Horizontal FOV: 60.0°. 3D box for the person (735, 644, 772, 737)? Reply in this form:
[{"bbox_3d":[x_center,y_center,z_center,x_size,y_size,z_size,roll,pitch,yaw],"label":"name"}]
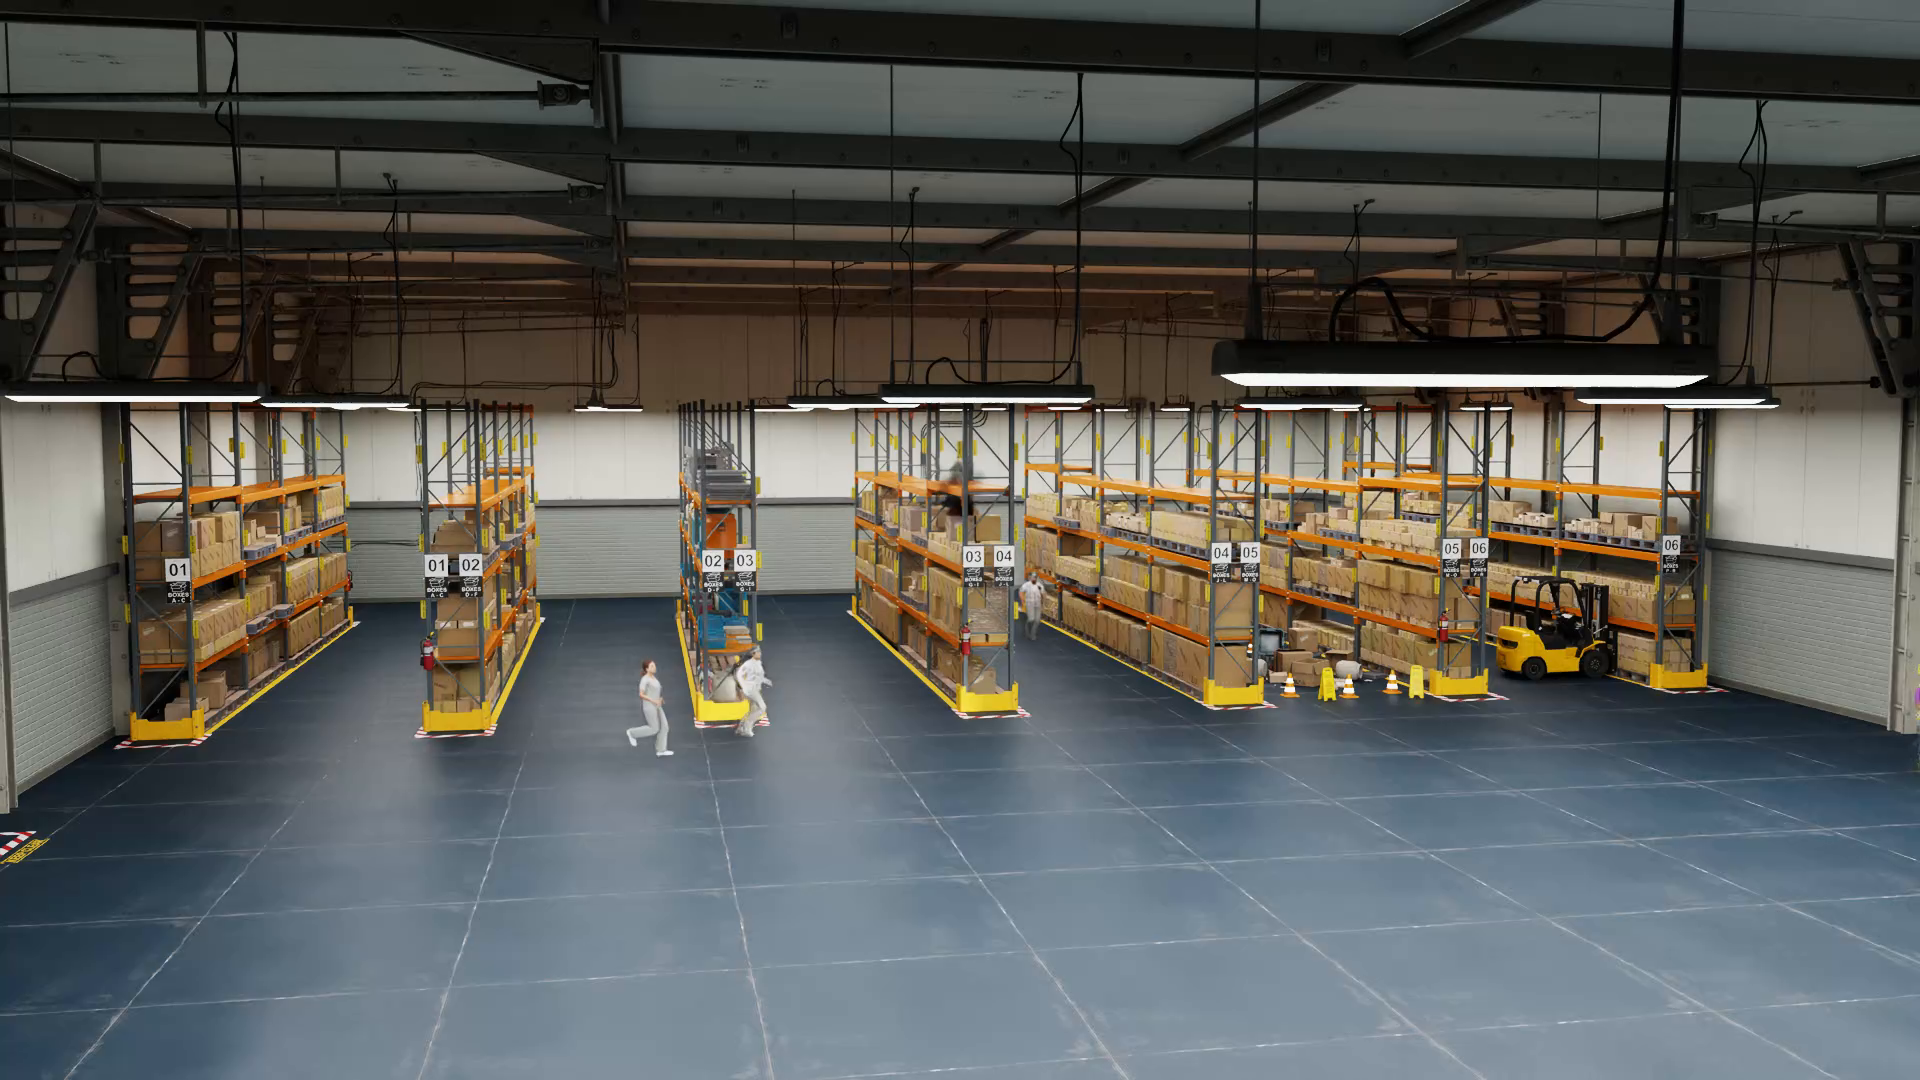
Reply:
[{"bbox_3d":[-3.662,2.666,29.532,0.681,1.631,0.548,1,5,18],"label":"person"}]

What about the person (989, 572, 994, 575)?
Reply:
[{"bbox_3d":[0.633,1.248,48.355,0.741,1.660,0.570,2,5,22],"label":"person"}]

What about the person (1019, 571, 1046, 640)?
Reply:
[{"bbox_3d":[1.866,1.669,42.067,0.642,1.761,0.658,-1,4,-14],"label":"person"}]

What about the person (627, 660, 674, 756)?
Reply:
[{"bbox_3d":[-5.180,2.814,27.903,0.810,1.633,0.580,1,4,14],"label":"person"}]
